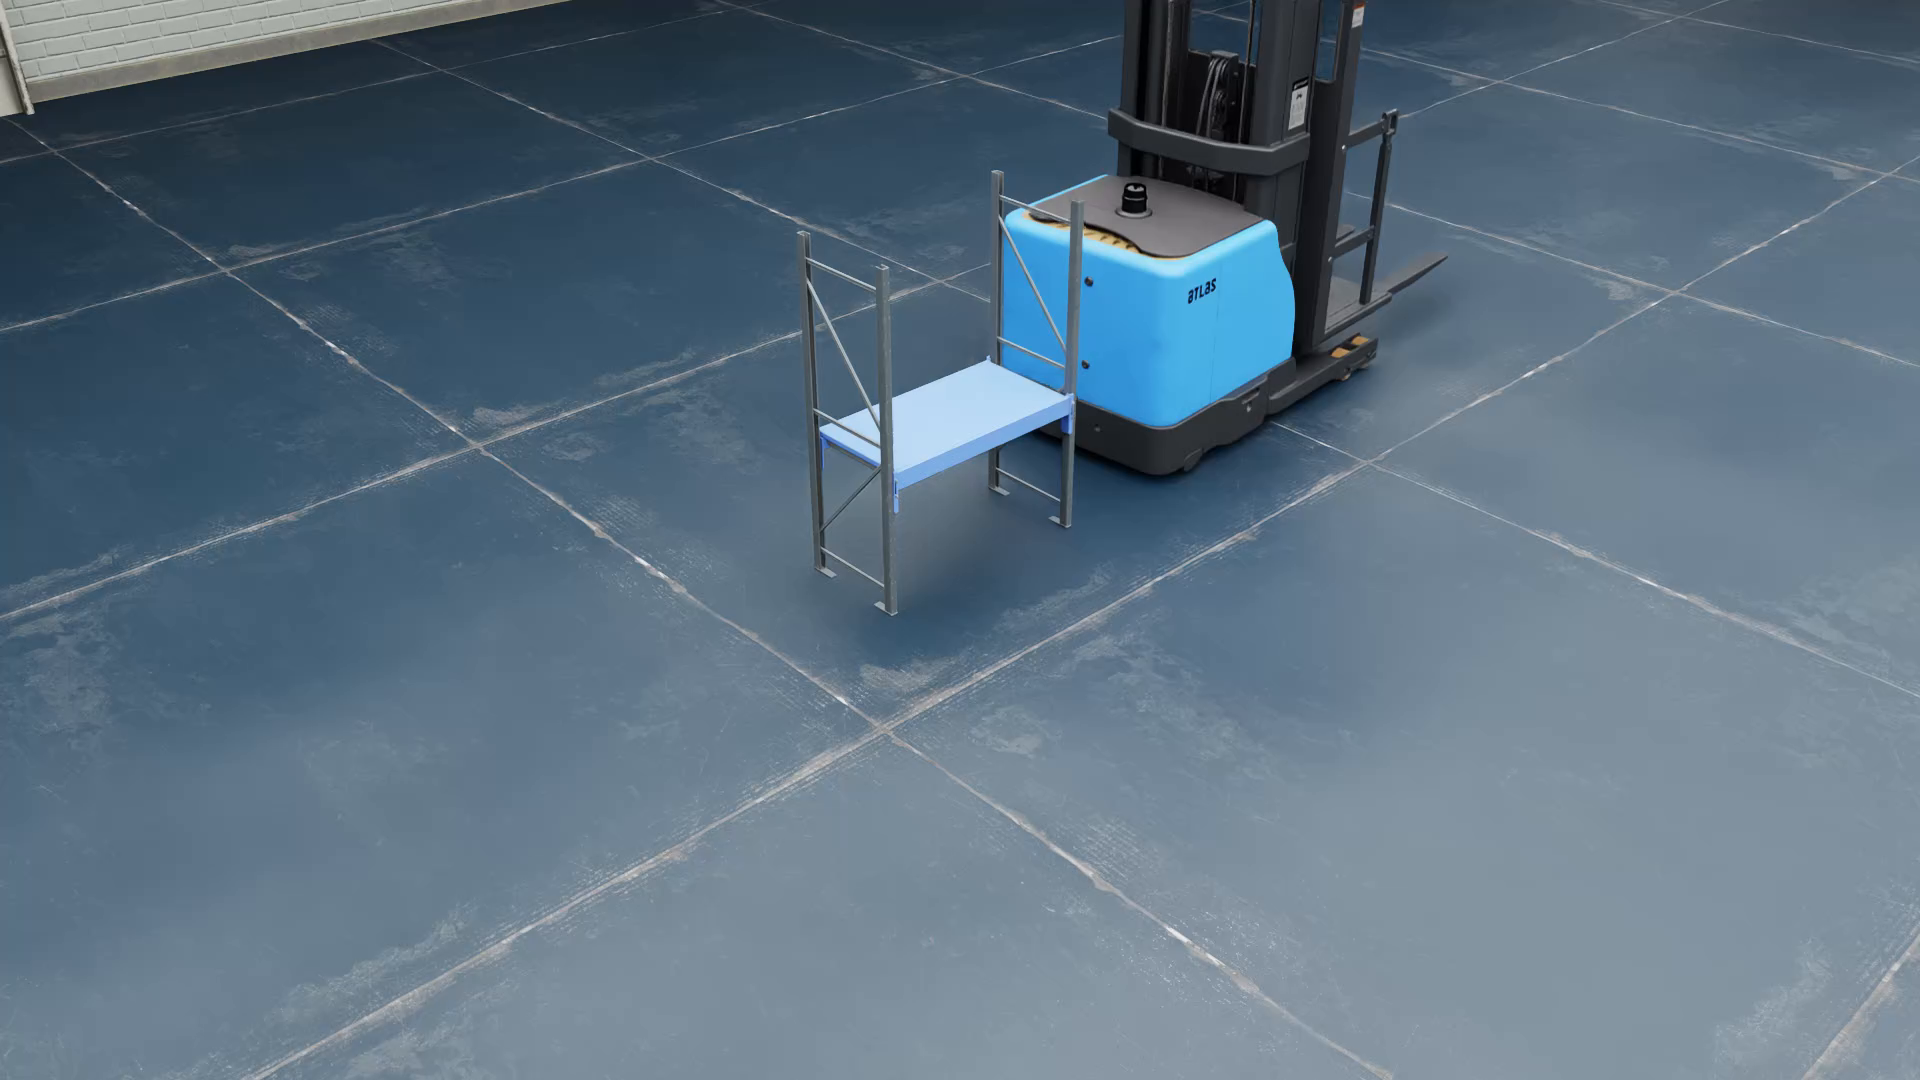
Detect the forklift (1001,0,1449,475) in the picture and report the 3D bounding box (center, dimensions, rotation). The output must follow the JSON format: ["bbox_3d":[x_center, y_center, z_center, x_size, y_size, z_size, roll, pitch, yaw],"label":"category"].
[{"bbox_3d":[1.538,-2.233,8.092,1.130,2.935,3.031,25,39,35],"label":"forklift"}]

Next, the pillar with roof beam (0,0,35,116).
[{"bbox_3d":[-4.272,-5.389,7.437,0.400,9.000,9.100,-26,40,-35],"label":"pillar with roof beam"}]

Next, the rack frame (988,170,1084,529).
[{"bbox_3d":[0.310,-0.790,7.104,0.032,1.500,0.500,-26,40,-35],"label":"rack frame"}]

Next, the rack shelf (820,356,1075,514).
[{"bbox_3d":[-0.063,-0.456,6.903,1.000,0.185,0.538,-26,40,-35],"label":"rack shelf"}]

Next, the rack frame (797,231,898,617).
[{"bbox_3d":[-0.435,-0.429,6.514,0.032,1.500,0.500,-26,40,-35],"label":"rack frame"}]

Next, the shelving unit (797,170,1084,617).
[{"bbox_3d":[-0.063,-0.610,6.809,1.048,1.500,0.538,-26,40,-35],"label":"shelving unit"}]
